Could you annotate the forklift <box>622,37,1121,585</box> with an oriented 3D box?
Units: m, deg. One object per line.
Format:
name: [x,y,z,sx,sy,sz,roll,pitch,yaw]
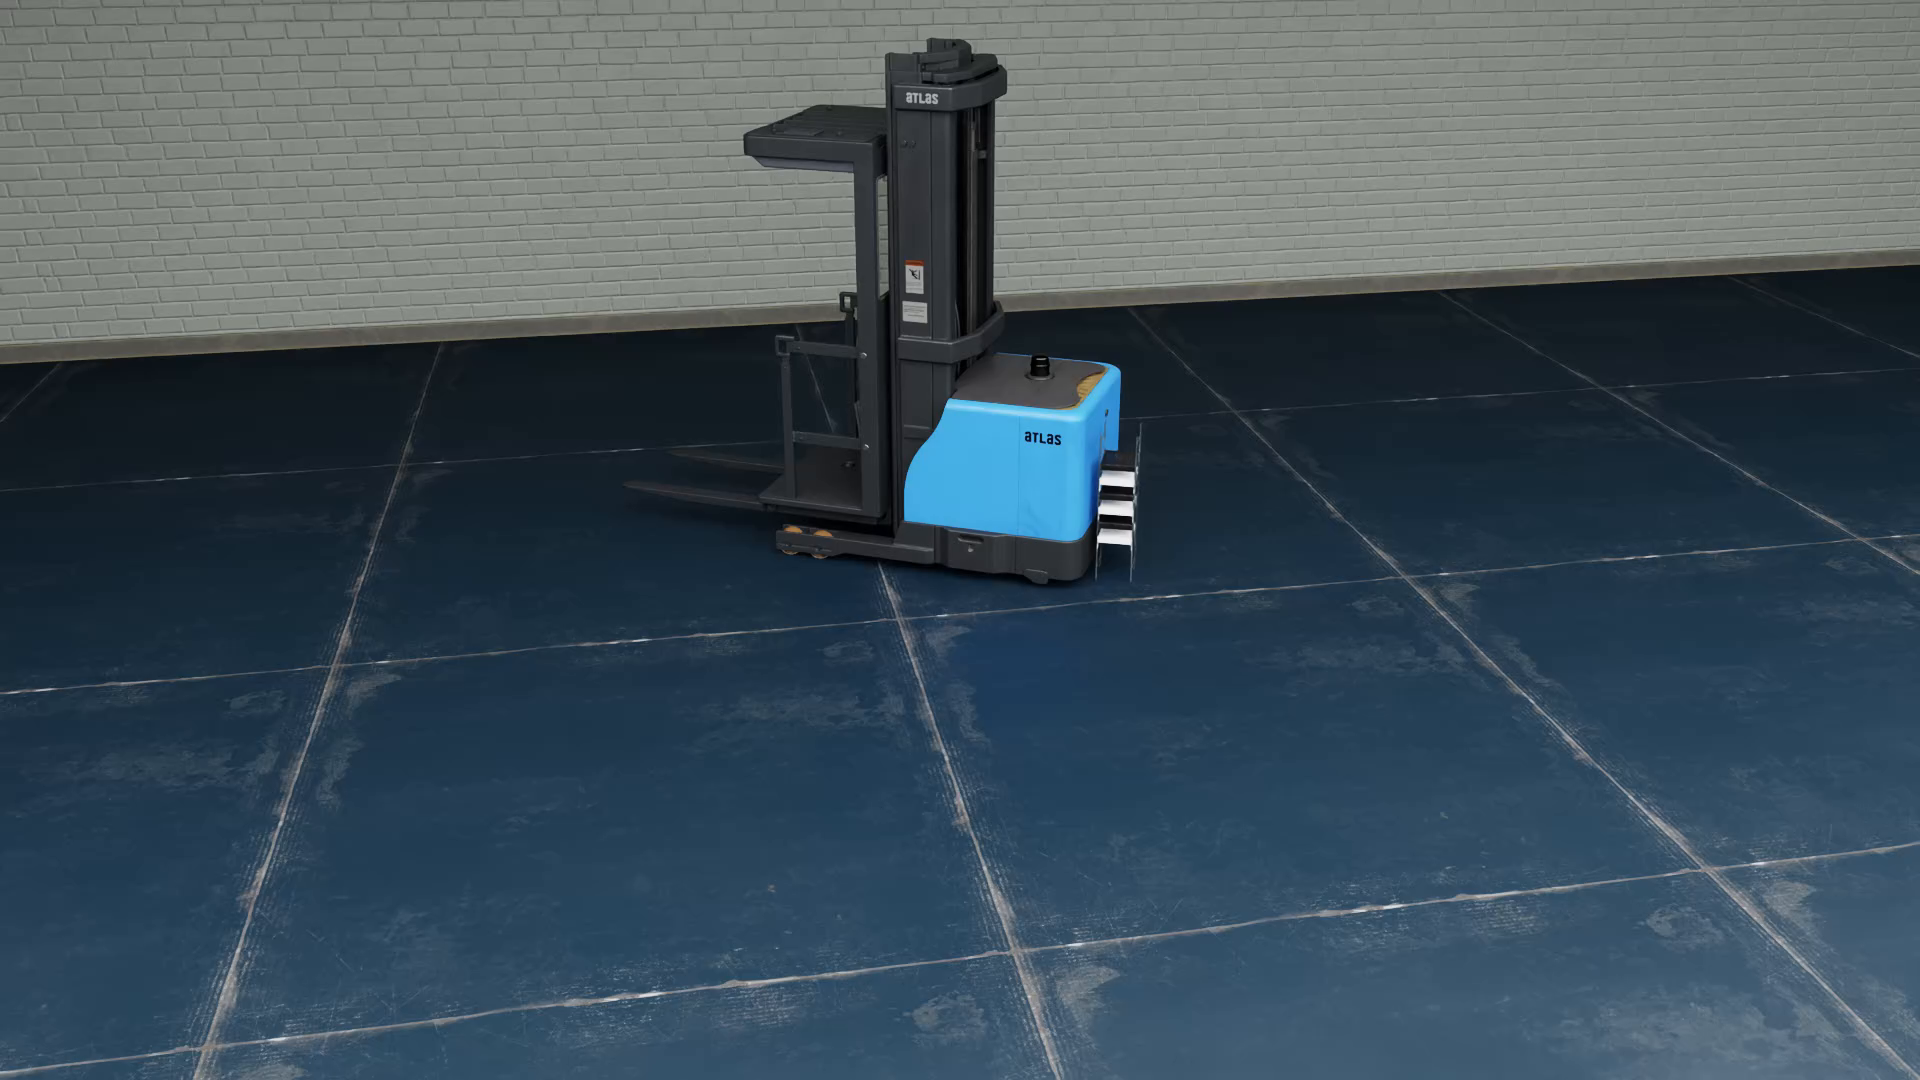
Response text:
forklift: [-0.596,-1.422,9.844,3.031,2.935,1.130,8,25,17]

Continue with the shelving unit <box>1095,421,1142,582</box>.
shelving unit: [0.916,-0.221,9.631,0.210,0.900,0.258,4,24,10]

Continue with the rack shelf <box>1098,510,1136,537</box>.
rack shelf: [0.916,-0.108,9.681,0.200,0.077,0.258,4,24,10]

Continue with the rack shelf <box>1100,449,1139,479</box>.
rack shelf: [0.916,-0.438,9.537,0.200,0.077,0.258,4,24,10]

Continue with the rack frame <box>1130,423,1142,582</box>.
rack frame: [1.016,-0.213,9.613,0.006,0.900,0.240,4,24,10]

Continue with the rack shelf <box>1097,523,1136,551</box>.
rack shelf: [0.916,-0.025,9.717,0.200,0.077,0.258,4,24,10]

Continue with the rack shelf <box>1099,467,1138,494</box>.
rack shelf: [0.916,-0.355,9.573,0.200,0.077,0.258,4,24,10]

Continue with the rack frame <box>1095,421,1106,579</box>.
rack frame: [0.816,-0.229,9.649,0.006,0.900,0.240,4,24,10]

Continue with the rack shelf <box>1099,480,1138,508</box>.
rack shelf: [0.916,-0.273,9.609,0.200,0.077,0.258,4,24,10]

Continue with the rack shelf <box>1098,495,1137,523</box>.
rack shelf: [0.916,-0.190,9.645,0.200,0.077,0.258,4,24,10]
